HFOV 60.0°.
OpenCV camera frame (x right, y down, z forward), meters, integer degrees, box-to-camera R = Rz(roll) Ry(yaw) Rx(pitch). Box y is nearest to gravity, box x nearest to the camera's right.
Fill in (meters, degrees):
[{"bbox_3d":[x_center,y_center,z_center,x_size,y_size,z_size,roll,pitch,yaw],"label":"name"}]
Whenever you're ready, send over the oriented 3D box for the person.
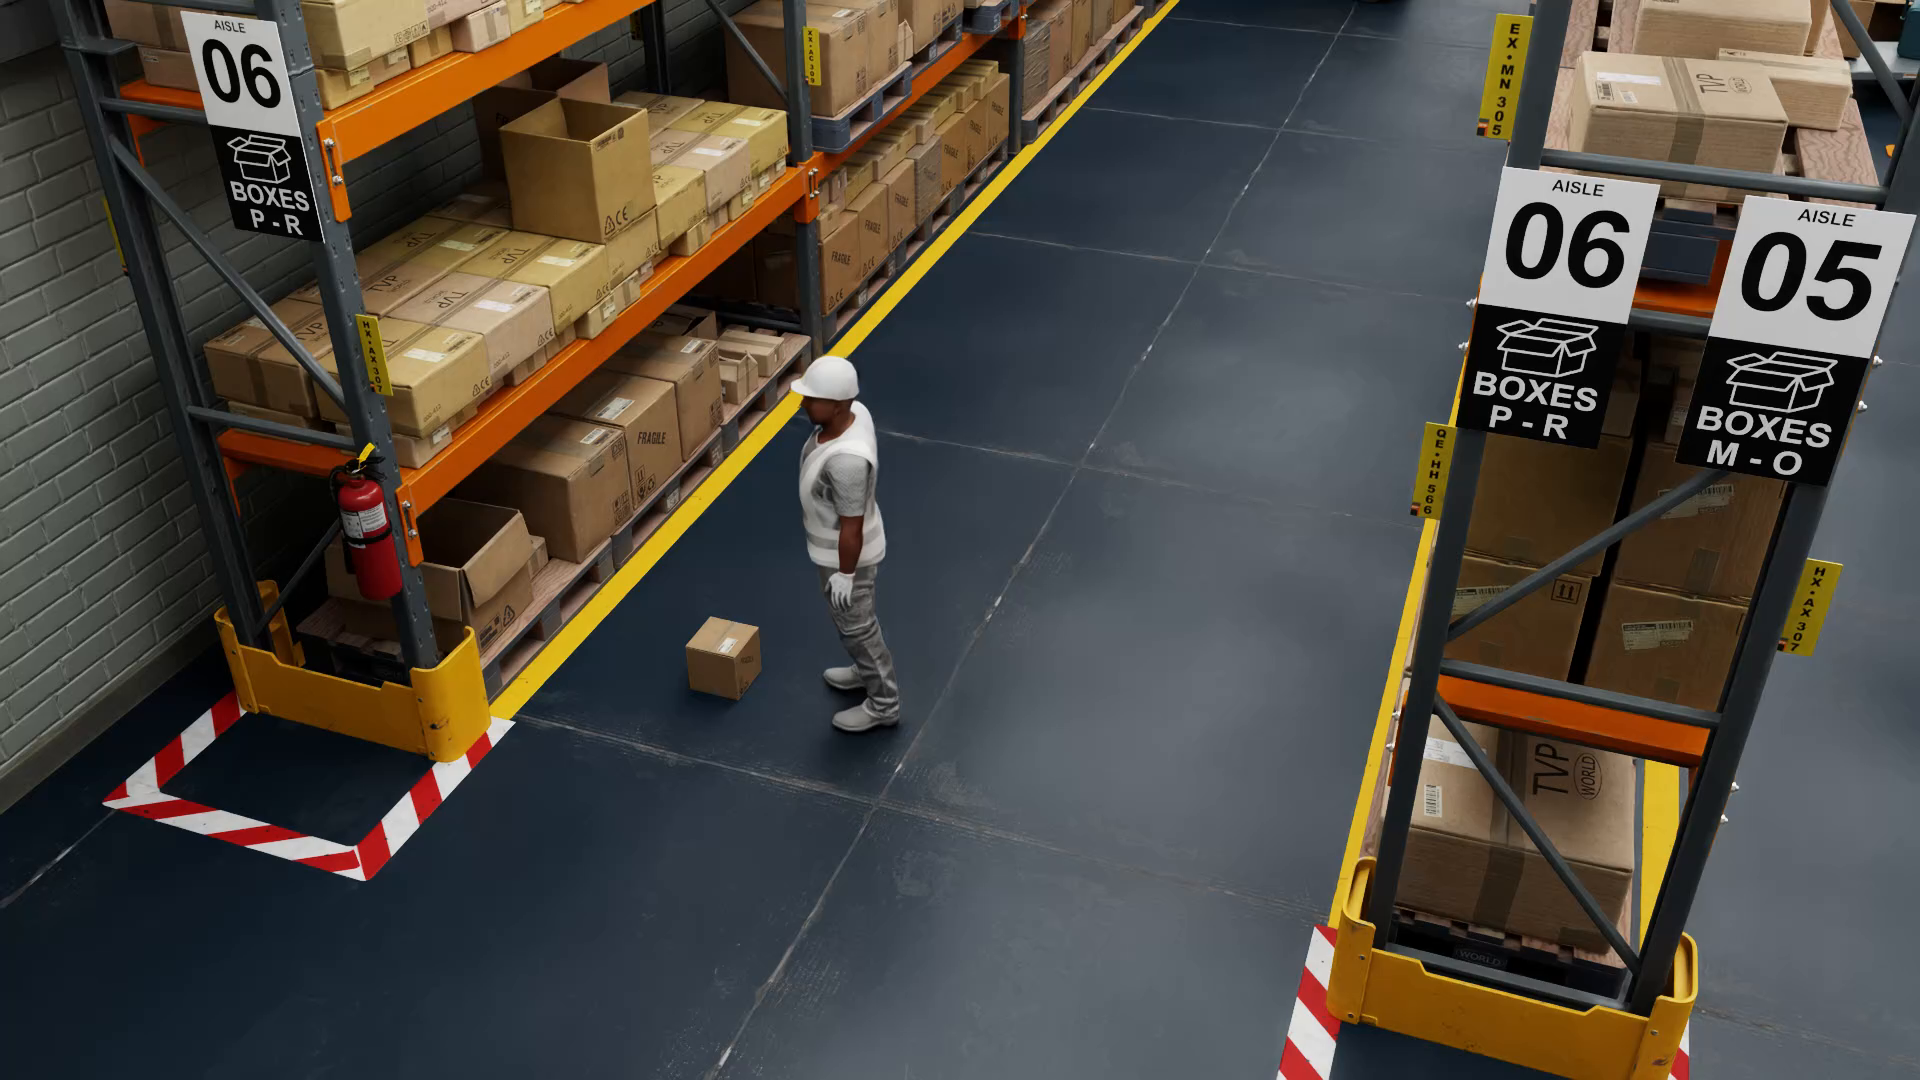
[{"bbox_3d":[-0.477,0.015,7.064,0.398,1.776,0.596,-2,33,-4],"label":"person"}]
